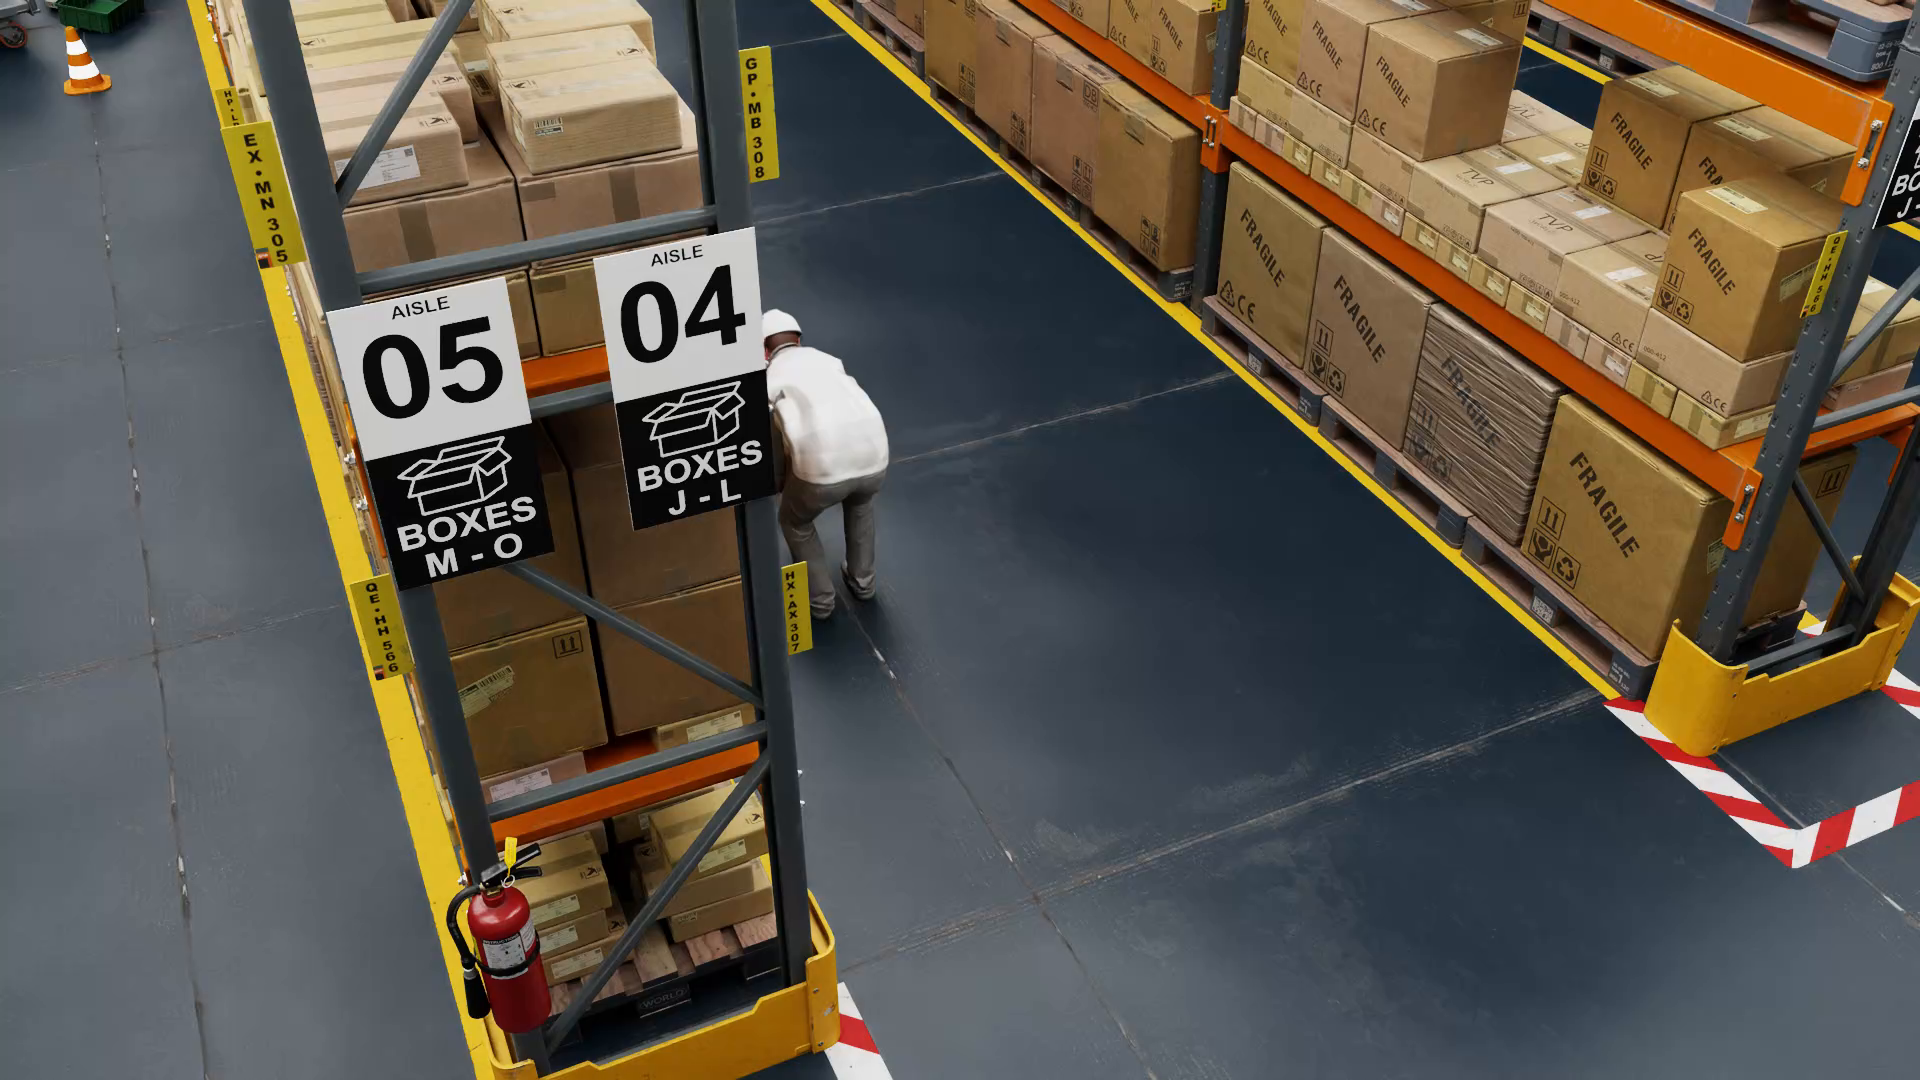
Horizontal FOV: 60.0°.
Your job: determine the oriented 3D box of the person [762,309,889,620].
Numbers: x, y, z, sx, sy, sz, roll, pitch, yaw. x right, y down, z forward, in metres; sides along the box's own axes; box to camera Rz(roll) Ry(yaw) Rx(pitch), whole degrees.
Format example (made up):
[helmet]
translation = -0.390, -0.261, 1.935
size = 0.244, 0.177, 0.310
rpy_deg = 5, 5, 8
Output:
[person]
translation = -0.676, -0.341, 7.717
size = 0.468, 1.255, 0.968
rpy_deg = -17, 40, -21
